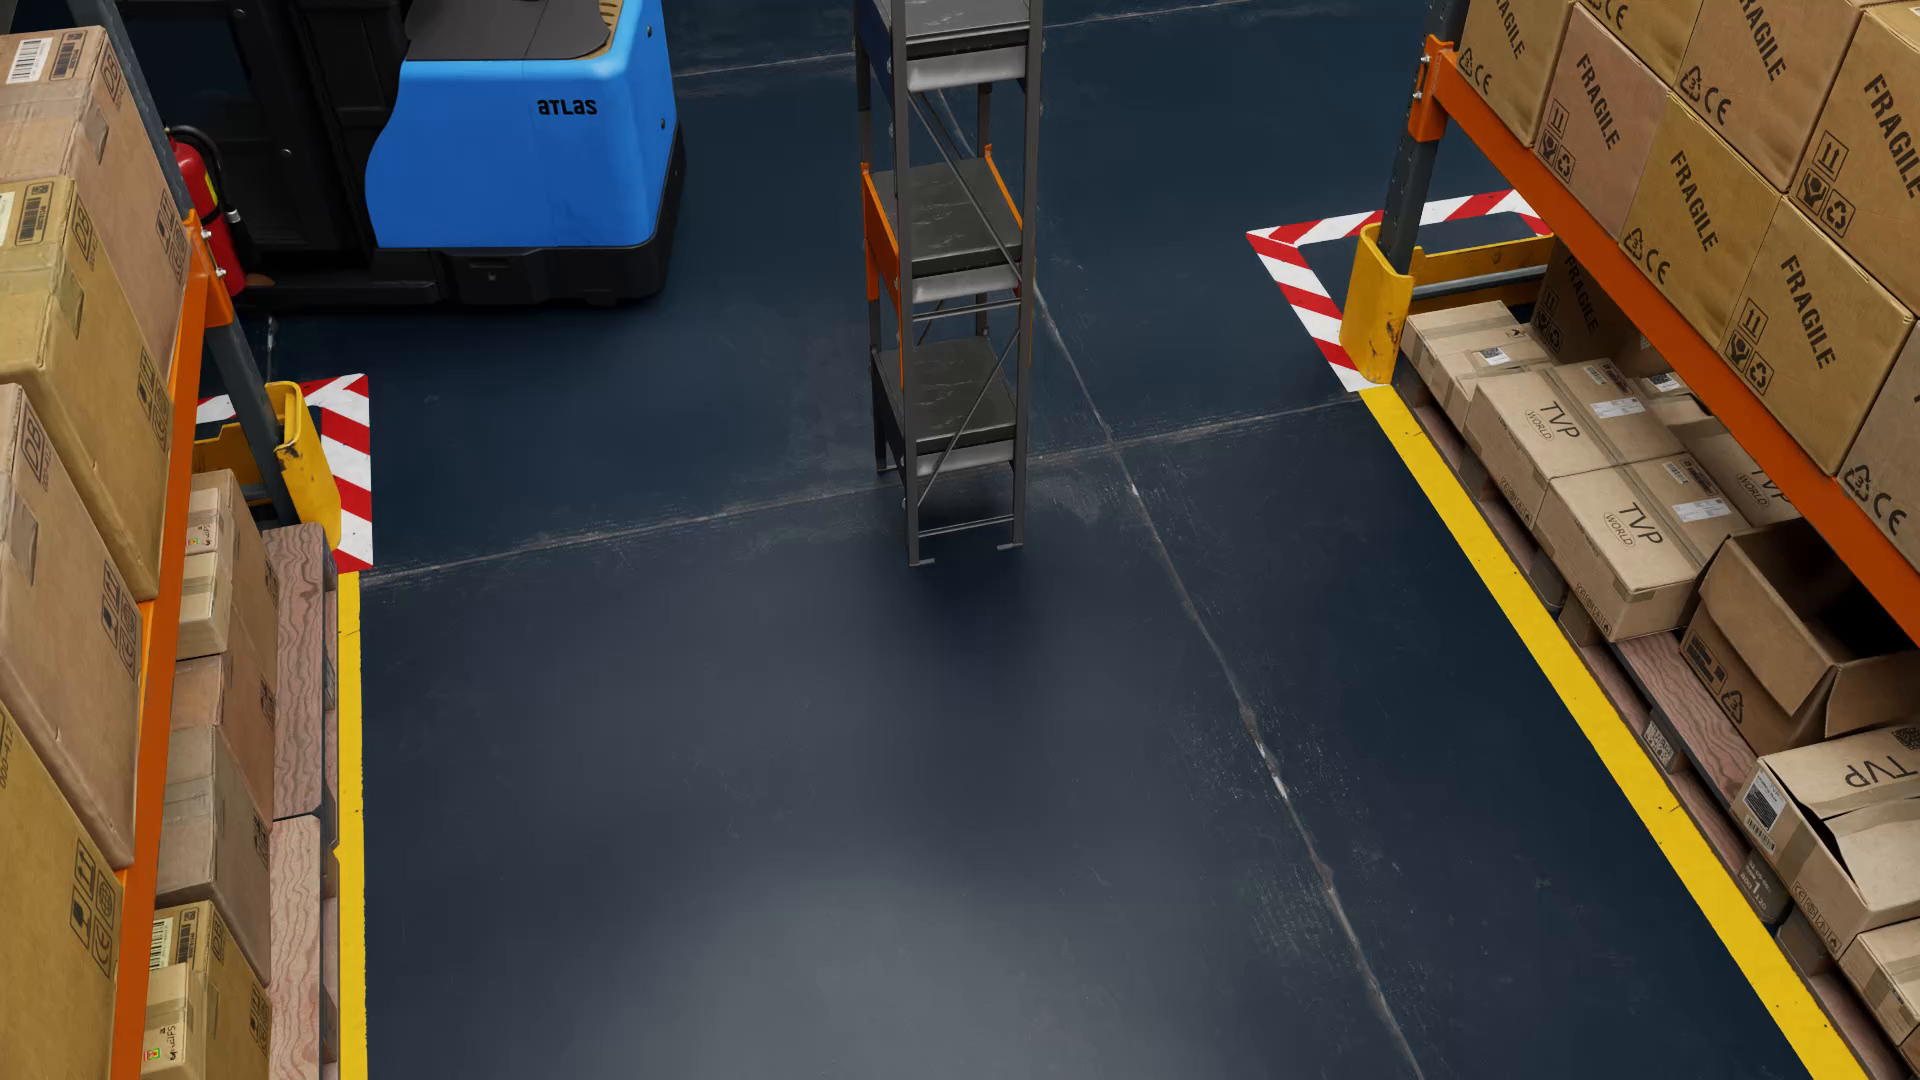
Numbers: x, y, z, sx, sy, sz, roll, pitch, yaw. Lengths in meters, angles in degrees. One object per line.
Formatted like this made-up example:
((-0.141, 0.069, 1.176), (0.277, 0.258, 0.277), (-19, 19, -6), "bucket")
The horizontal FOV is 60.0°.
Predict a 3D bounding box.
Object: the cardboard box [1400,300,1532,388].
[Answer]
((1.834, -0.713, 6.037), (0.380, 0.149, 0.250), (-11, 47, -10), "cardboard box")

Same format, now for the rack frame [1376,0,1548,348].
((2.059, -1.909, 5.521), (1.000, 3.000, 0.127), (-11, 47, -10), "rack frame")

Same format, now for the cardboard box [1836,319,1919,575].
((2.440, -0.191, 3.767), (0.500, 0.500, 0.500), (-10, 46, -9), "cardboard box")

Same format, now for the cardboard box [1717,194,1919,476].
((2.307, -0.542, 4.111), (0.500, 0.500, 0.500), (-10, 46, -10), "cardboard box")

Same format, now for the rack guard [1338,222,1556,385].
((2.079, -0.982, 6.362), (1.175, 0.500, 0.348), (-11, 47, -10), "rack guard")

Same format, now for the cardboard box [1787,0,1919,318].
((2.313, -0.883, 3.745), (0.500, 0.500, 0.500), (-11, 47, -11), "cardboard box")

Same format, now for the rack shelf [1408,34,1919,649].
((2.571, -0.277, 4.425), (1.077, 0.370, 4.000), (-11, 47, -10), "rack shelf")

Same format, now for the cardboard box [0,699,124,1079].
((-2.009, 0.773, 2.682), (0.980, 0.700, 0.700), (-12, 47, -11), "cardboard box")

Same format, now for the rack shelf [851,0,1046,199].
((-0.042, -1.330, 4.622), (0.431, 0.518, 0.480), (-11, 47, -10), "rack shelf")

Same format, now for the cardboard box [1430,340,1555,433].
((1.898, -0.547, 5.862), (0.380, 0.166, 0.250), (-11, 47, -10), "cardboard box")

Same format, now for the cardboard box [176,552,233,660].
((-2.177, 0.197, 4.459), (0.380, 0.149, 0.250), (-10, 46, -9), "cardboard box")

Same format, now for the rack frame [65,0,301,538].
((-2.728, -1.001, 4.631), (1.000, 3.000, 0.127), (-11, 47, -10), "rack frame")

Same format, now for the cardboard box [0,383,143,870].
((-2.205, 0.273, 3.173), (0.980, 0.700, 0.700), (-13, 47, -12), "cardboard box")

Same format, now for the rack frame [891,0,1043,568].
((0.020, -0.681, 4.947), (0.400, 2.100, 0.015), (-11, 47, -10), "rack frame")

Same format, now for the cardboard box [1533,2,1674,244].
((2.055, -1.234, 4.790), (0.500, 0.500, 0.500), (-11, 47, -11), "cardboard box")

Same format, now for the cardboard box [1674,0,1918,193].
((2.183, -1.234, 4.089), (0.500, 0.500, 0.500), (-10, 46, -10), "cardboard box")

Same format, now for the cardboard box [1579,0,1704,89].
((2.059, -1.580, 4.428), (0.500, 0.500, 0.500), (-10, 46, -10), "cardboard box")

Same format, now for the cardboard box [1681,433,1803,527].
((2.651, -0.109, 5.374), (0.500, 0.250, 0.500), (-11, 47, -10), "cardboard box")

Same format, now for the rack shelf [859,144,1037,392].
((-0.042, -0.840, 5.122), (0.431, 0.518, 0.480), (-11, 47, -10), "rack shelf")

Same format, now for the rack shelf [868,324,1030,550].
((-0.042, -0.350, 5.622), (0.431, 0.518, 0.480), (-11, 47, -10), "rack shelf")

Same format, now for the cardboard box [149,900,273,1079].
((-2.051, 1.251, 3.880), (0.700, 0.500, 0.500), (-10, 46, -9), "cardboard box")

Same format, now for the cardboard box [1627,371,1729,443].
((2.453, -0.445, 5.762), (0.380, 0.166, 0.250), (-11, 47, -10), "cardboard box")

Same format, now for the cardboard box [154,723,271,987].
((-2.195, 0.885, 4.239), (0.700, 0.500, 0.500), (-12, 47, -12), "cardboard box")

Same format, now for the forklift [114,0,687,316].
((-2.703, -2.298, 5.949), (3.031, 2.935, 1.130), (0, 46, 0), "forklift")

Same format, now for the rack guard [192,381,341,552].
((-2.734, -0.143, 5.540), (1.175, 0.500, 0.348), (-11, 47, -10), "rack guard")

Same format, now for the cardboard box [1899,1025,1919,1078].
((2.663, 1.232, 3.885), (0.500, 0.500, 0.500), (-11, 47, -10), "cardboard box")

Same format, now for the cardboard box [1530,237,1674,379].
((2.437, -0.858, 5.933), (0.500, 0.500, 0.500), (-11, 47, -10), "cardboard box")

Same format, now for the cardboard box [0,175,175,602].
((-2.391, -0.255, 3.690), (0.980, 0.700, 0.700), (-11, 47, -11), "cardboard box")

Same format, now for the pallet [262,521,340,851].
((-2.448, 0.513, 5.100), (1.003, 0.211, 1.213), (-11, 47, -10), "pallet")

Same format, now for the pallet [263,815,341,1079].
((-2.139, 1.354, 4.276), (1.003, 0.211, 1.213), (-11, 47, -10), "pallet")

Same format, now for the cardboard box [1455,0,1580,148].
((1.918, -1.590, 5.138), (0.500, 0.500, 0.500), (-10, 46, -9), "cardboard box")

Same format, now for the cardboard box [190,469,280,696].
((-2.452, 0.192, 4.918), (0.700, 0.500, 0.500), (-11, 47, -10), "cardboard box")

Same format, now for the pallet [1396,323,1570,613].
((2.284, -0.330, 5.926), (1.003, 0.211, 1.213), (-11, 47, -10), "pallet")

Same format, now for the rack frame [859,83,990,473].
((-0.105, -1.018, 5.277), (0.400, 2.100, 0.015), (-11, 47, -10), "rack frame")

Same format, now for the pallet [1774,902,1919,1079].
((2.908, 1.354, 4.275), (1.003, 0.211, 1.213), (-11, 47, -10), "pallet")

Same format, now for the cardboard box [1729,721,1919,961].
((2.471, 0.780, 4.460), (0.500, 0.311, 0.500), (-11, 47, -10), "cardboard box")

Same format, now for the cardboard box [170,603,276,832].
((-2.324, 0.537, 4.579), (0.700, 0.500, 0.500), (-11, 47, -10), "cardboard box")

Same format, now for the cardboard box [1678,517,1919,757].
((2.597, 0.276, 4.819), (0.797, 0.503, 0.637), (-11, 47, -10), "cardboard box")

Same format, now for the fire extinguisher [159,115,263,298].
((-2.321, -1.032, 4.976), (0.296, 0.674, 0.183), (-11, 47, -10), "fire extinguisher")

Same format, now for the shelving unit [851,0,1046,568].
((-0.042, -0.849, 5.112), (0.431, 2.100, 0.503), (-11, 47, -10), "shelving unit")

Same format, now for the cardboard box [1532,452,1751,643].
((2.180, 0.017, 5.250), (0.500, 0.250, 0.500), (-11, 47, -10), "cardboard box")

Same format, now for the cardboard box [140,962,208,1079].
((-1.842, 1.096, 3.577), (0.380, 0.149, 0.250), (-12, 47, -11), "cardboard box")

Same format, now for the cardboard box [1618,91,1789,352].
((2.181, -0.887, 4.449), (0.500, 0.500, 0.500), (-11, 47, -10), "cardboard box")

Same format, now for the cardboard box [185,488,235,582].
((-2.243, 0.020, 4.632), (0.380, 0.149, 0.250), (-11, 47, -11), "cardboard box")

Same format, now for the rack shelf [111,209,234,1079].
((-2.216, 0.632, 3.534), (1.077, 0.370, 4.000), (-11, 47, -10), "rack shelf")

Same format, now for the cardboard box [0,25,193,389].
((-2.588, -0.756, 4.180), (0.980, 0.700, 0.700), (-9, 46, -9), "cardboard box")

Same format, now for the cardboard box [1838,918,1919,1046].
((2.509, 1.107, 4.253), (0.380, 0.149, 0.250), (-11, 47, -10), "cardboard box")

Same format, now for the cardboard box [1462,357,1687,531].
((2.052, -0.328, 5.589), (0.500, 0.250, 0.500), (-11, 47, -10), "cardboard box")

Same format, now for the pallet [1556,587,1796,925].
((2.593, 0.510, 5.102), (1.003, 0.211, 1.213), (-11, 47, -10), "pallet")
